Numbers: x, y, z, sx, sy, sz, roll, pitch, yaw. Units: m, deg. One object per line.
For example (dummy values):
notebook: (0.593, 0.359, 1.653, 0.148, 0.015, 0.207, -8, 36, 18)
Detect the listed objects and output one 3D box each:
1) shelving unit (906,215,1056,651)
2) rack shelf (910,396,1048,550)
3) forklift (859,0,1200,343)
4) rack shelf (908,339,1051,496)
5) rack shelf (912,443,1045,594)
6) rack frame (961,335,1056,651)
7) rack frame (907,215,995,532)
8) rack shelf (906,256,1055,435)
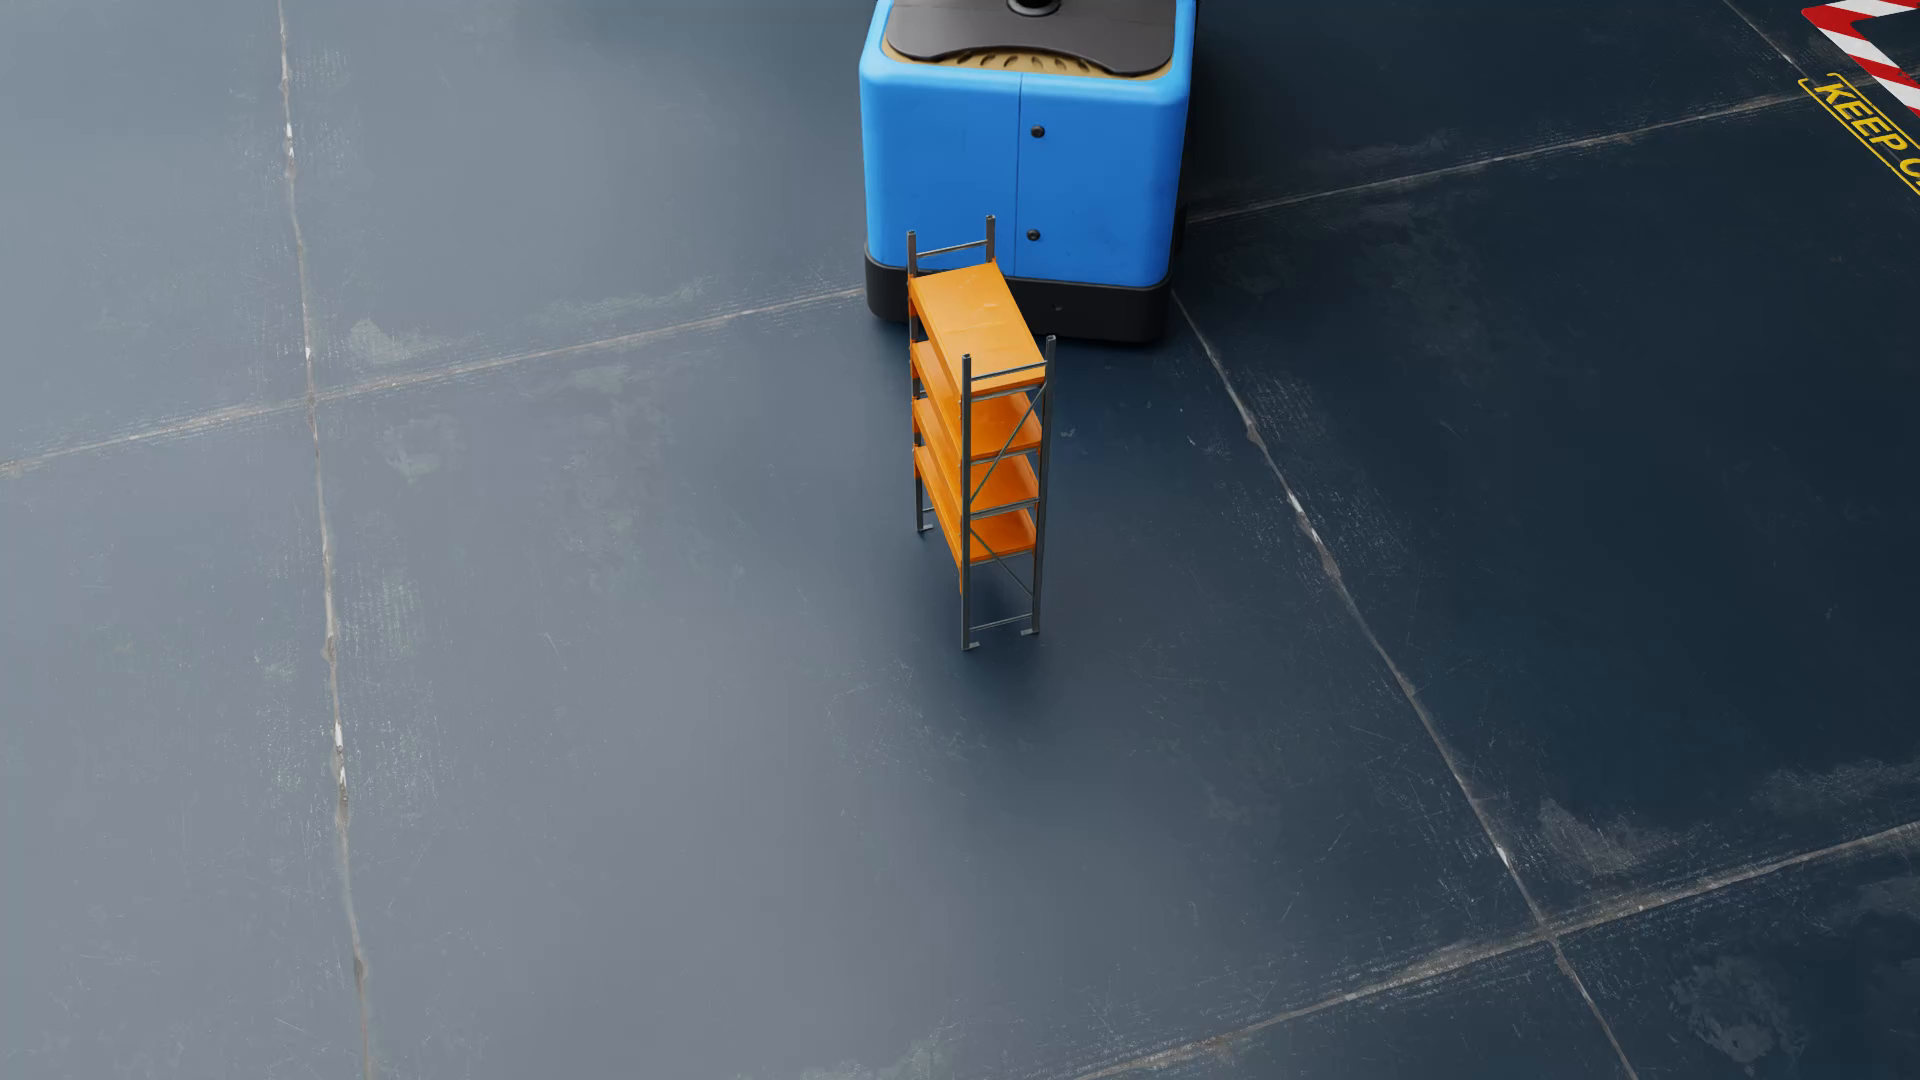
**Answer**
shelving unit: (0.049, -0.266, 4.689, 0.258, 1.200, 0.503, -13, 51, -11)
rack shelf: (0.049, -0.222, 4.741, 0.258, 0.148, 0.480, -13, 51, -11)
forklift: (0.376, -2.768, 5.666, 1.130, 2.935, 3.031, 6, 50, 5)
rack shelf: (0.049, -0.367, 4.570, 0.258, 0.148, 0.480, -13, 51, -11)
rack shelf: (0.049, -0.094, 4.893, 0.258, 0.148, 0.480, -13, 51, -11)
rack frame: (0.121, -0.088, 4.539, 0.240, 1.200, 0.015, -13, 51, -11)
rack frame: (-0.023, -0.444, 4.840, 0.240, 1.200, 0.015, -13, 51, -11)
rack shelf: (0.049, -0.519, 4.389, 0.258, 0.148, 0.480, -13, 51, -11)
